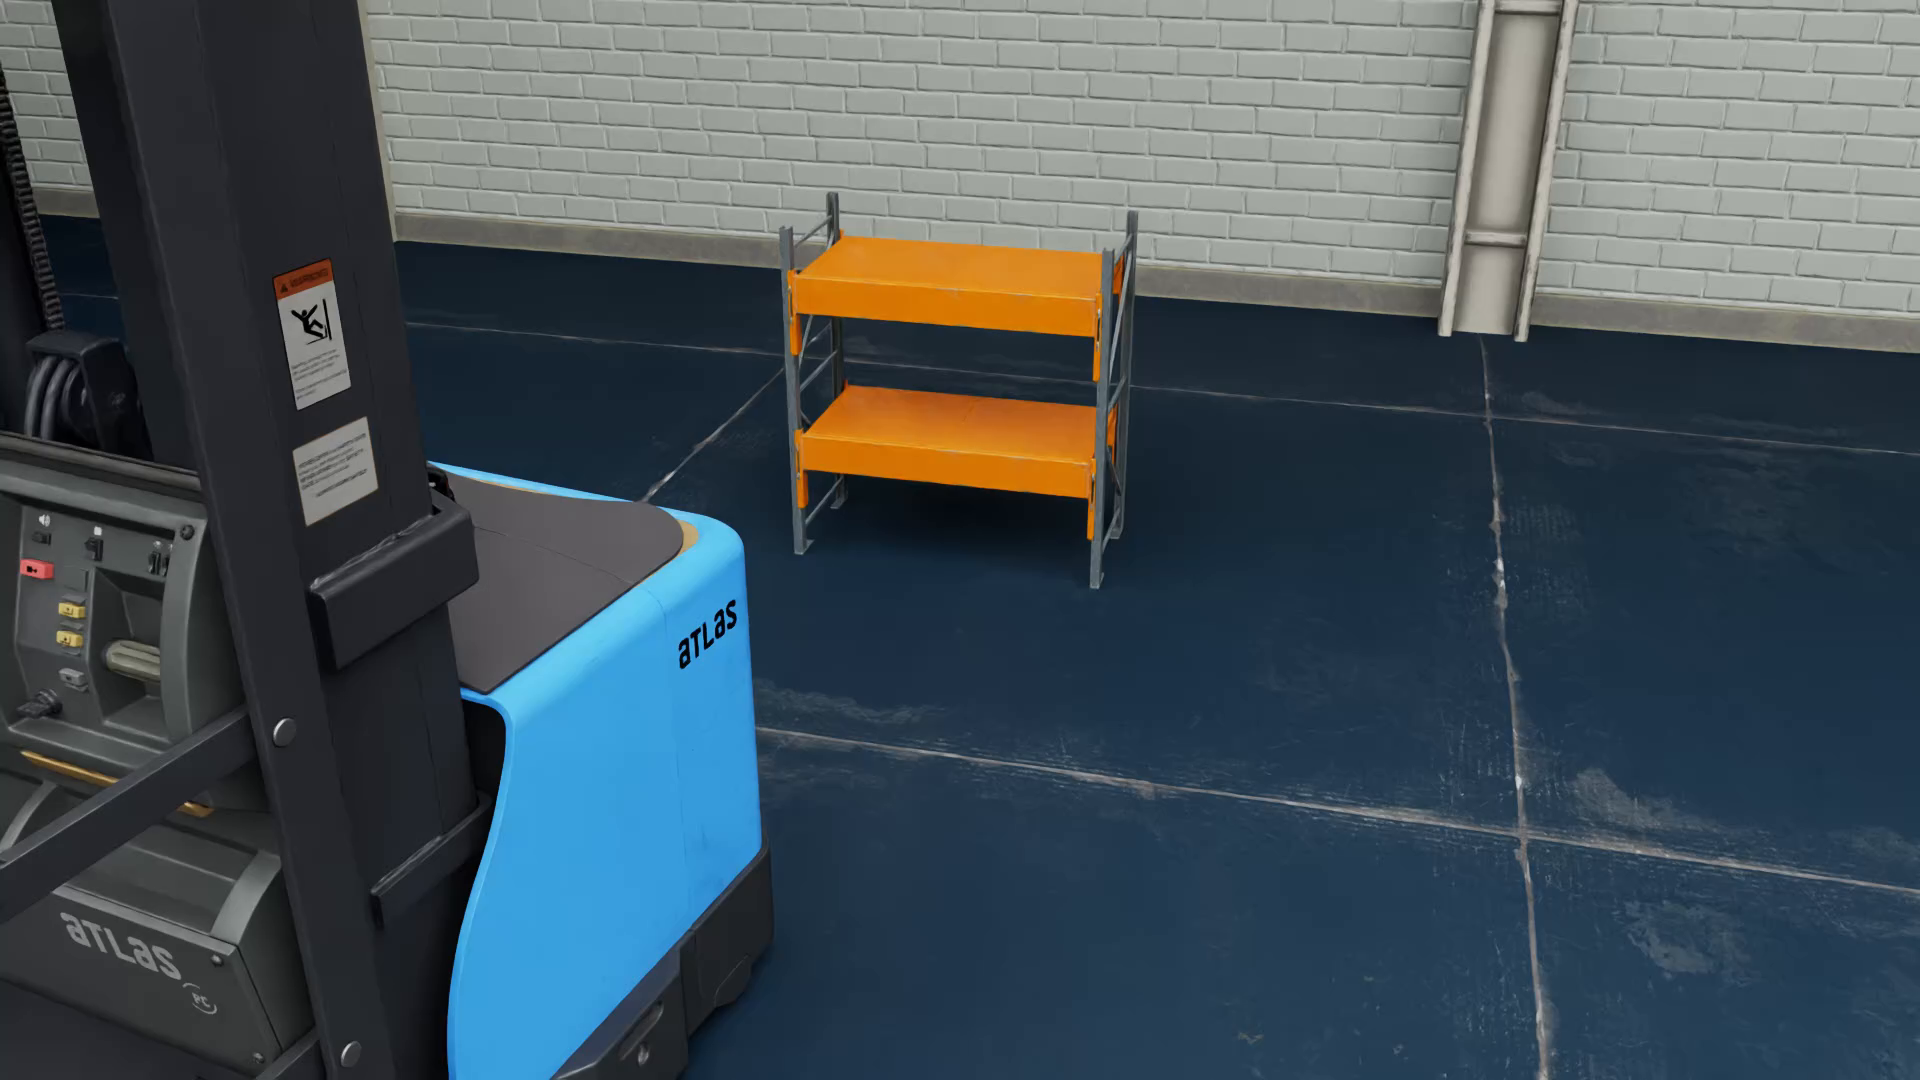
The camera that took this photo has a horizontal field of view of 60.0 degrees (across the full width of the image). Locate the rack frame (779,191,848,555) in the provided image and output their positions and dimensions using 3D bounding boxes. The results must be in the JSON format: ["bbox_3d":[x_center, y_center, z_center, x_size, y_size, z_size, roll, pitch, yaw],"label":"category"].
[{"bbox_3d":[-0.486,-0.562,5.621,0.032,1.125,0.500,6,26,13],"label":"rack frame"}]

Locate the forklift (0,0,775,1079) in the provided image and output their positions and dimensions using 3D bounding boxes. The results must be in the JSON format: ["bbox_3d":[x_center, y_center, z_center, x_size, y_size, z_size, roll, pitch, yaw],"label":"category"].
[{"bbox_3d":[-1.479,0.102,2.126,1.130,2.935,3.031,11,28,22],"label":"forklift"}]

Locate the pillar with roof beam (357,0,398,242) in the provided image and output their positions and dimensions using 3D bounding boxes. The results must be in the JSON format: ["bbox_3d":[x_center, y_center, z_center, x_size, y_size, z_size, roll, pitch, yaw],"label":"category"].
[{"bbox_3d":[-4.423,-3.910,3.495,0.400,9.000,9.100,6,26,13],"label":"pillar with roof beam"}]

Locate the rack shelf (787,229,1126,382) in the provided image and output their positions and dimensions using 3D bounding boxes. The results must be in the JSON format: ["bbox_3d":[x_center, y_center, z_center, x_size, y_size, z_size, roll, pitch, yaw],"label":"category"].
[{"bbox_3d":[0.007,-0.771,5.381,1.000,0.278,0.538,6,26,13],"label":"rack shelf"}]

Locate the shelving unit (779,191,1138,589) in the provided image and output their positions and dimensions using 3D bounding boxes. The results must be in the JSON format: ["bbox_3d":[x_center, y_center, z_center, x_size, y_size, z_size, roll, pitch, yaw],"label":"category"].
[{"bbox_3d":[0.007,-0.507,5.507,1.048,1.125,0.538,6,26,13],"label":"shelving unit"}]

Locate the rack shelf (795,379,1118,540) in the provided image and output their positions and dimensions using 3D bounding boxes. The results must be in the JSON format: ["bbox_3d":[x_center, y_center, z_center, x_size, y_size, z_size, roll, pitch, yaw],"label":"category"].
[{"bbox_3d":[0.007,-0.286,5.612,1.000,0.278,0.538,6,26,13],"label":"rack shelf"}]

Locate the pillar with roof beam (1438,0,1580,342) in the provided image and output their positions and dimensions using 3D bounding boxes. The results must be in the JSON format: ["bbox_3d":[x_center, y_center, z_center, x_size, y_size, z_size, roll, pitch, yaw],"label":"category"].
[{"bbox_3d":[1.388,-3.268,2.145,0.400,9.000,9.100,6,26,13],"label":"pillar with roof beam"}]

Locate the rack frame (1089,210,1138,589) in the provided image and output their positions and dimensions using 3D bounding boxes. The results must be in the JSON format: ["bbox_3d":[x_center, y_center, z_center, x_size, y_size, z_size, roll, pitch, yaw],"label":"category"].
[{"bbox_3d":[0.499,-0.453,5.392,0.032,1.125,0.500,6,26,13],"label":"rack frame"}]
